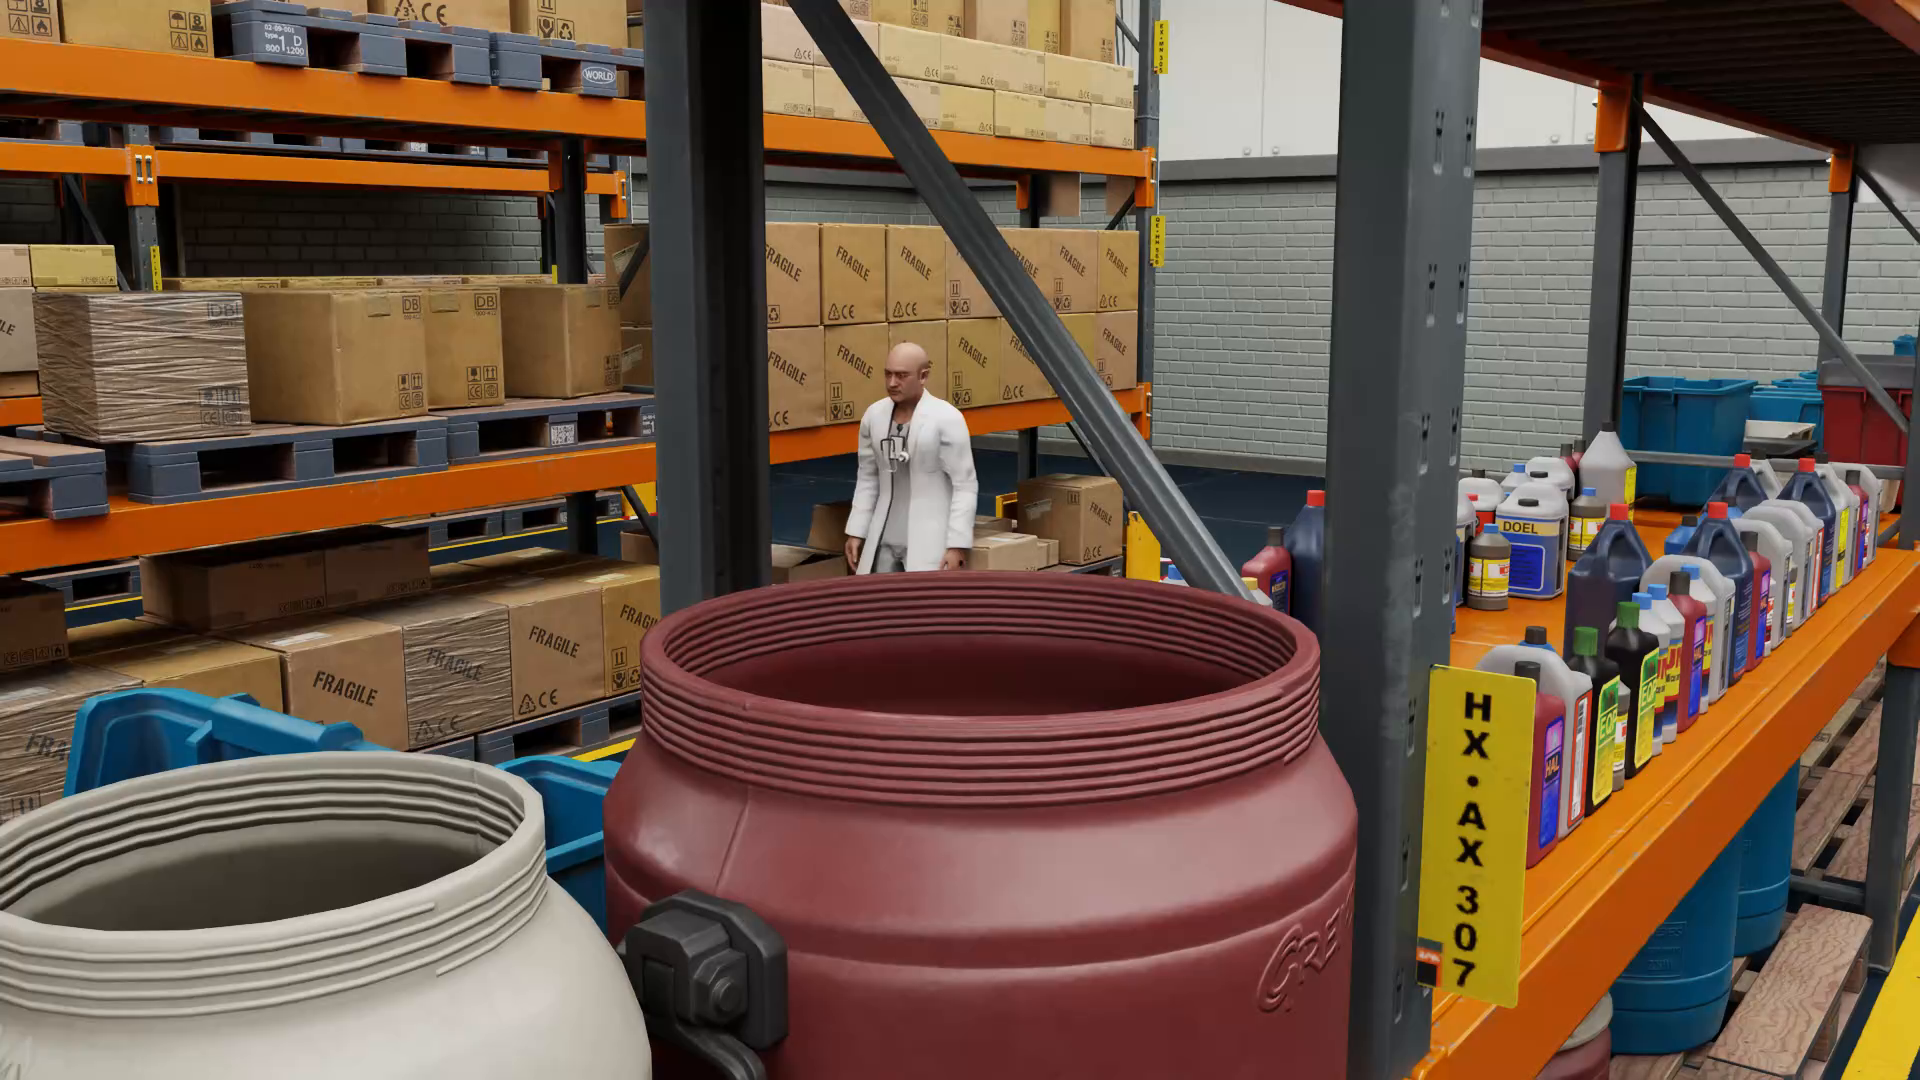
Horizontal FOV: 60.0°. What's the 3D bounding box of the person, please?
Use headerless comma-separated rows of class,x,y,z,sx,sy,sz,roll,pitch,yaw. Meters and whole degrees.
person,-0.220,0.024,7.293,0.655,1.775,0.419,6,12,33
